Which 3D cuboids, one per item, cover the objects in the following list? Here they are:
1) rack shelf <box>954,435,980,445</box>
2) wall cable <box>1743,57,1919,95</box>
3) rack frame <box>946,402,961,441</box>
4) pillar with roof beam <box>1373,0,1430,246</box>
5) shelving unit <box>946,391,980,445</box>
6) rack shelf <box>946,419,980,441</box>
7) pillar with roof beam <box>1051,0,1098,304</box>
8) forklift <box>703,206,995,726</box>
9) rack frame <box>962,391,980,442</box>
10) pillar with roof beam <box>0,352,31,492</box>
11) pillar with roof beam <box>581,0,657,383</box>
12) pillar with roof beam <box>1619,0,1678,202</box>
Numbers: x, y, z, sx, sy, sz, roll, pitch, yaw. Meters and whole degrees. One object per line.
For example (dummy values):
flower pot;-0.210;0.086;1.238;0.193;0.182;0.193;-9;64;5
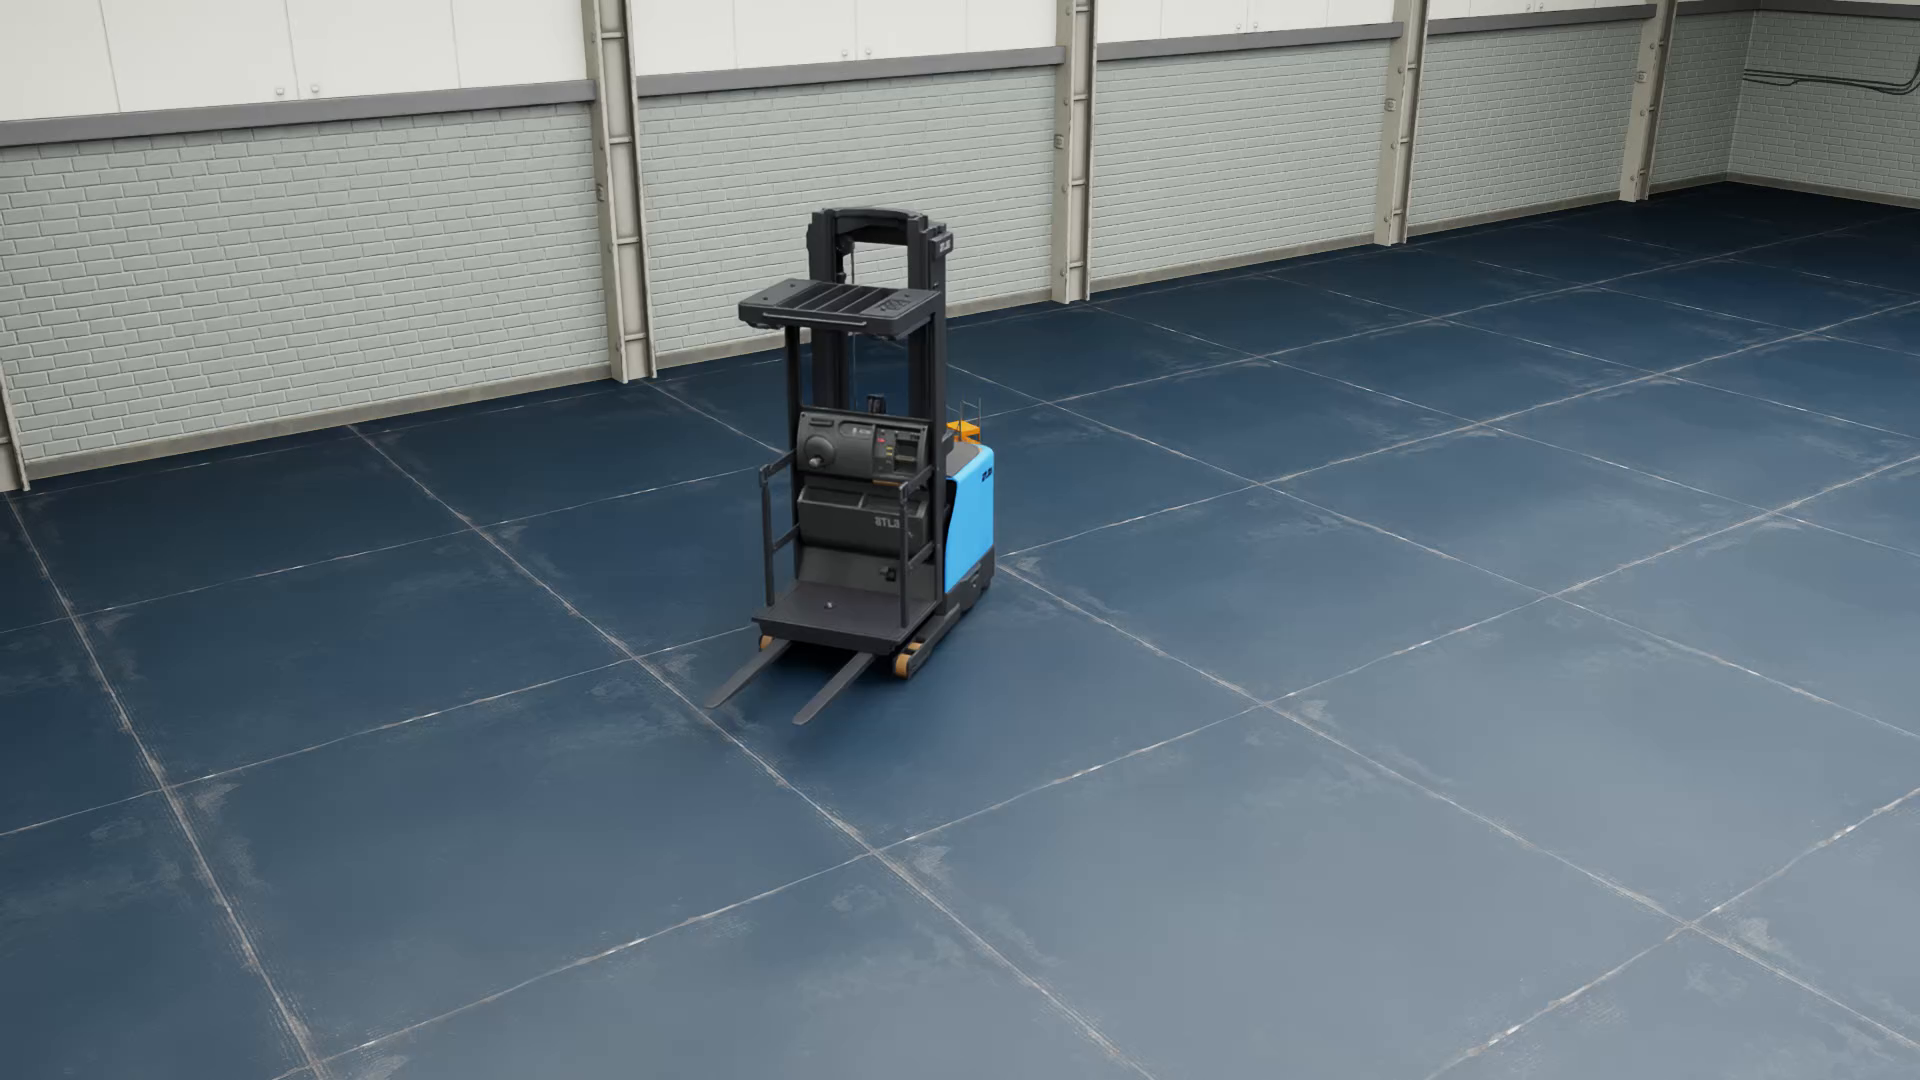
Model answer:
rack shelf;0.012;-0.742;13.109;0.180;0.103;0.258;-15;26;-33
wall cable;14.294;-8.613;27.029;0.112;2.526;3.097;-15;26;-33
rack frame;-0.063;-0.541;13.132;0.006;1.200;0.240;-15;26;-33
pillar with roof beam;8.774;-7.222;19.352;0.400;9.000;9.100;-15;26;-33
shelving unit;0.012;-0.560;13.182;0.189;1.200;0.258;-15;26;-33
rack shelf;0.012;-0.853;13.065;0.180;0.103;0.258;-15;26;-33
pillar with roof beam;3.904;-5.923;16.098;0.400;9.000;9.100;-15;26;-33
forklift;-0.732;-0.610;10.970;1.130;2.935;3.031;8;23;19
rack frame;0.086;-0.580;13.231;0.006;1.200;0.240;-15;26;-33
pillar with roof beam;-5.837;-3.326;9.589;0.400;9.000;9.100;-15;26;-33
pillar with roof beam;-0.967;-4.624;12.843;0.400;9.000;9.100;-15;26;-33
pillar with roof beam;13.645;-8.520;22.607;0.400;9.000;9.100;-15;26;-33
